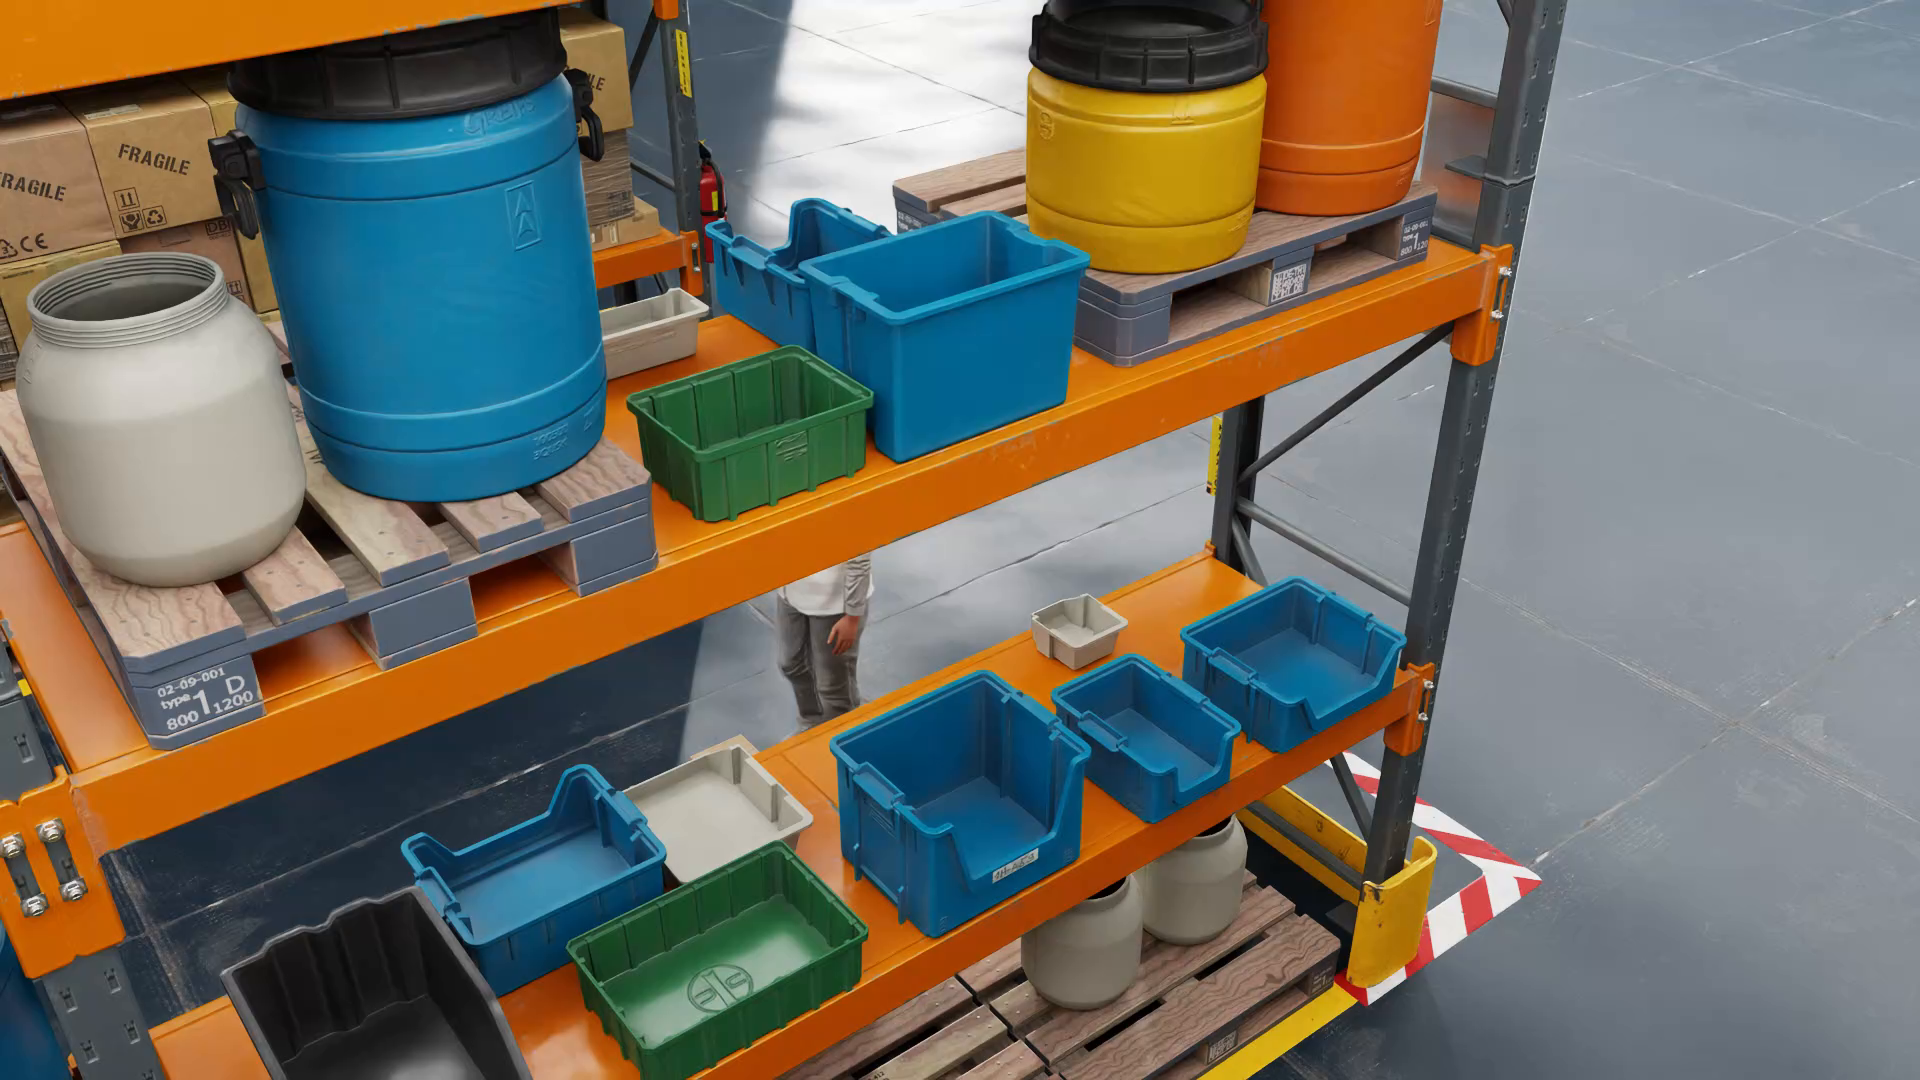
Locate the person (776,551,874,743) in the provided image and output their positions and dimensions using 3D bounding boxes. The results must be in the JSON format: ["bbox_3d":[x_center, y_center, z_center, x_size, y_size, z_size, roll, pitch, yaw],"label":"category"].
[{"bbox_3d":[-0.577,0.239,6.771,0.406,1.833,0.554,-22,38,-31],"label":"person"}]
